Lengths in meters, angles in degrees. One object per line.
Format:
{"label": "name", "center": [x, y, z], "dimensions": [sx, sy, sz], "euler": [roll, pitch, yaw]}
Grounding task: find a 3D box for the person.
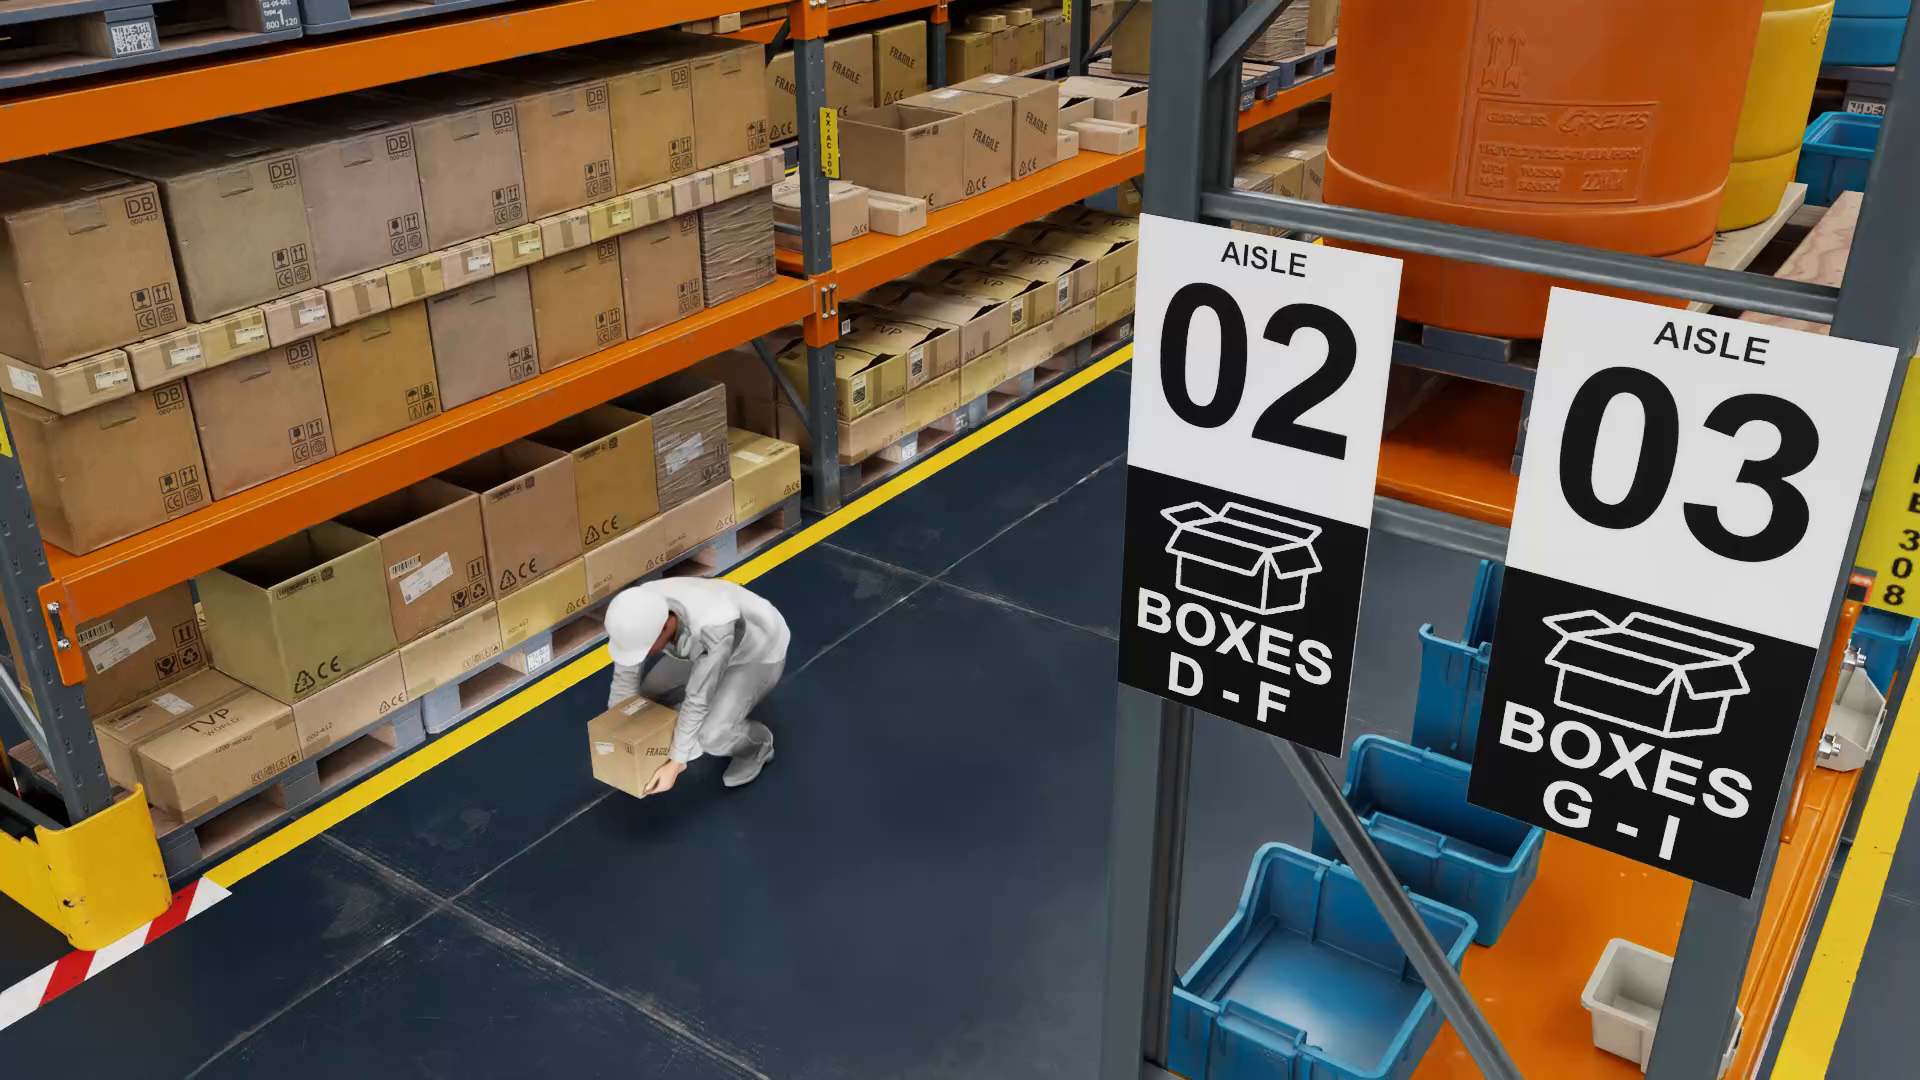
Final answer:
{"label": "person", "center": [-1.029, 0.499, 6.458], "dimensions": [0.491, 1.011, 0.880], "euler": [16, 31, 29]}
